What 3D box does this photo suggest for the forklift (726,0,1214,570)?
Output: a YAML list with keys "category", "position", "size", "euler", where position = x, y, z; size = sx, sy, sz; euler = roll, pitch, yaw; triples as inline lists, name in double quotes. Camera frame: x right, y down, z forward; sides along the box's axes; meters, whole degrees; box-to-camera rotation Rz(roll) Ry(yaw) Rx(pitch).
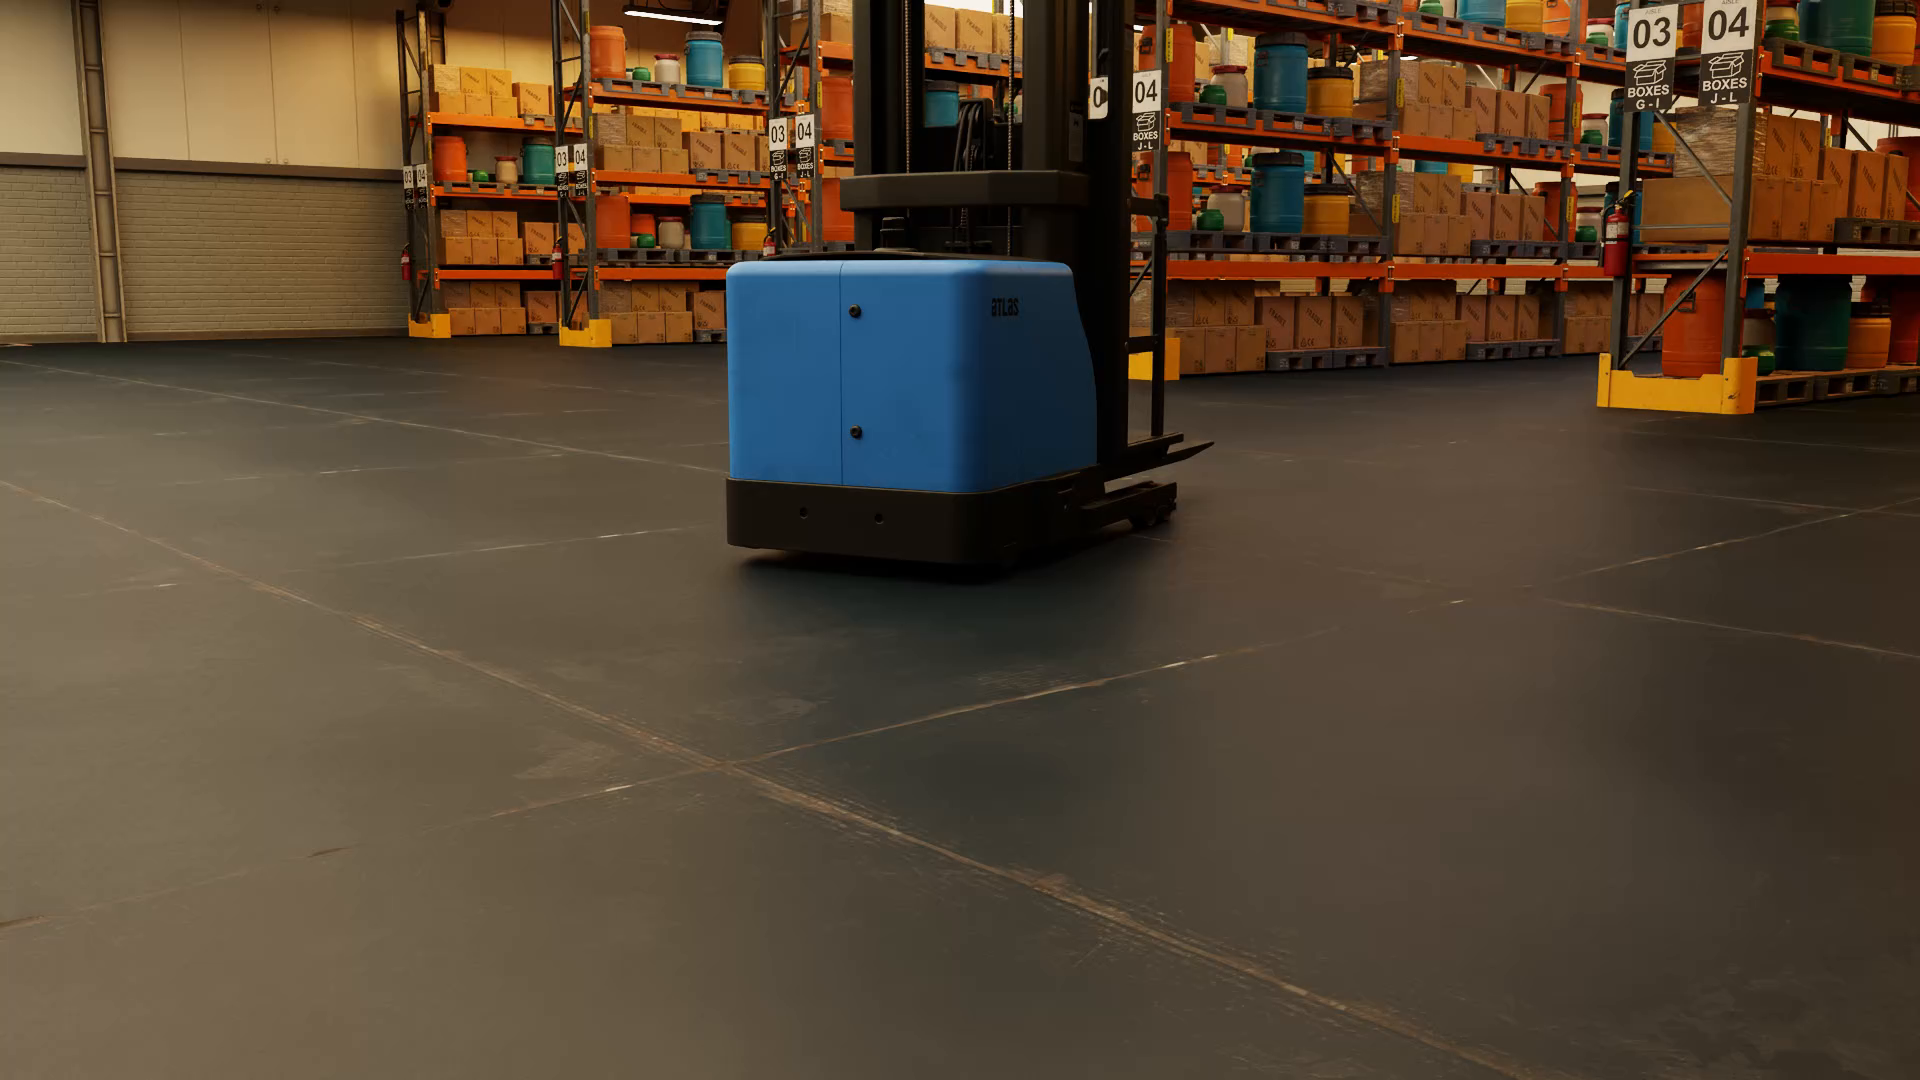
- category: "forklift"
  position: [0.275, -1.531, 6.852]
  size: [1.130, 2.935, 3.031]
  euler: [4, 10, 26]
